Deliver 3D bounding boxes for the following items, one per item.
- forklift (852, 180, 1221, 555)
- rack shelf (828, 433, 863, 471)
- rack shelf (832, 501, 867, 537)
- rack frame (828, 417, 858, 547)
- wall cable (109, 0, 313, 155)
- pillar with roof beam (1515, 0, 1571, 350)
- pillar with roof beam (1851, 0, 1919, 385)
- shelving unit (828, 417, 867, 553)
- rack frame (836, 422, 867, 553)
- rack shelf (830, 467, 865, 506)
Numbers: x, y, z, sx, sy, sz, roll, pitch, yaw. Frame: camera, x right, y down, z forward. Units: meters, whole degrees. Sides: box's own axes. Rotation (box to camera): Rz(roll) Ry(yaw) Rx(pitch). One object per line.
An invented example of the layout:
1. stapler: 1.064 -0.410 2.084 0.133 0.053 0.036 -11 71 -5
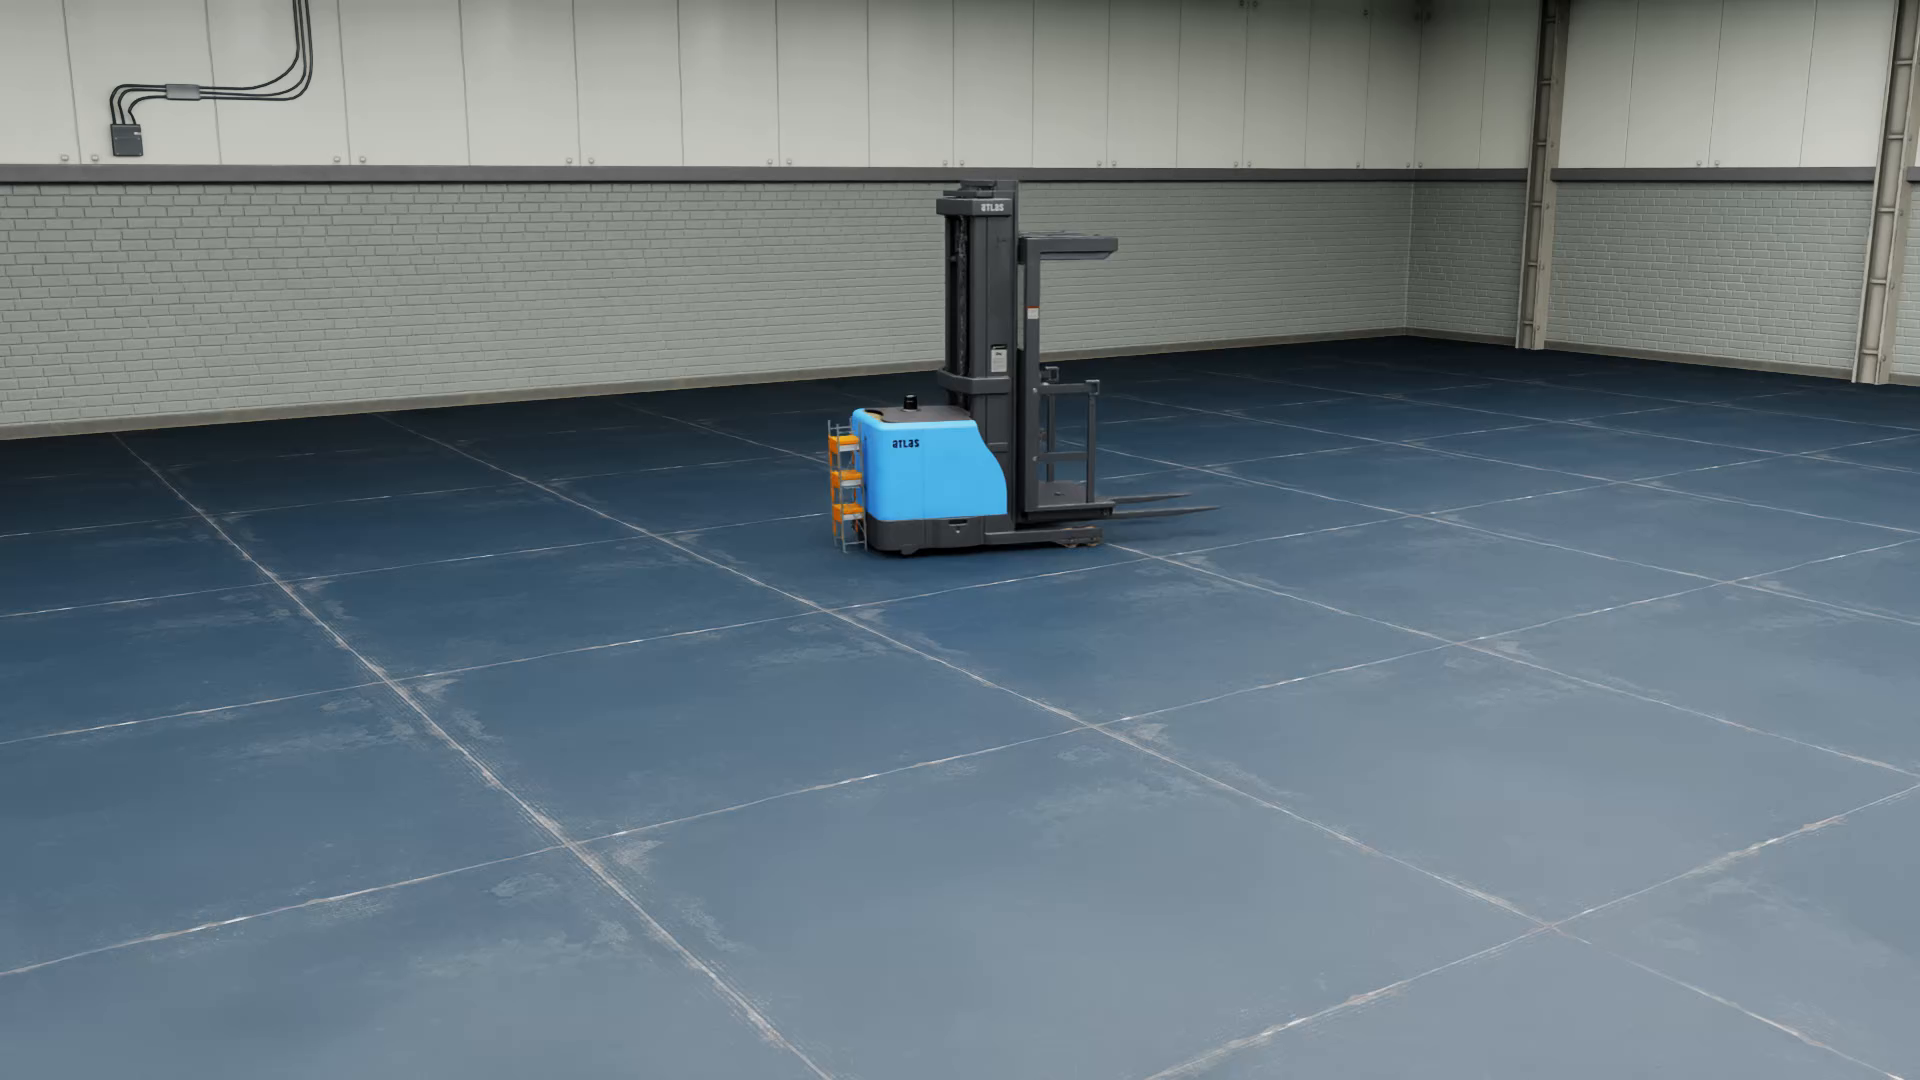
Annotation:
1. forklift: 0.670 -1.469 13.721 3.031 2.935 1.130 -4 13 -16
2. rack shelf: -0.918 -0.709 13.348 0.215 0.259 0.240 -7 14 -19
3. rack shelf: -0.897 -0.162 13.475 0.215 0.259 0.240 -7 14 -19
4. rack frame: -0.950 -0.467 13.522 0.200 1.050 0.008 -7 14 -19
5. wall cable: -8.800 -7.507 19.167 2.305 6.003 0.169 -8 15 -33
6. pillar with roof beam: 6.459 -7.264 26.013 9.100 9.000 0.400 -8 15 -33
7. pillar with roof beam: 9.784 -6.197 21.133 9.100 9.000 0.400 -8 15 -33
8. shelving unit: -0.908 -0.443 13.410 0.215 1.050 0.252 -7 14 -19
9. rack frame: -0.865 -0.419 13.298 0.200 1.050 0.008 -7 14 -19
10. rack shelf: -0.907 -0.433 13.413 0.215 0.259 0.240 -7 14 -19
